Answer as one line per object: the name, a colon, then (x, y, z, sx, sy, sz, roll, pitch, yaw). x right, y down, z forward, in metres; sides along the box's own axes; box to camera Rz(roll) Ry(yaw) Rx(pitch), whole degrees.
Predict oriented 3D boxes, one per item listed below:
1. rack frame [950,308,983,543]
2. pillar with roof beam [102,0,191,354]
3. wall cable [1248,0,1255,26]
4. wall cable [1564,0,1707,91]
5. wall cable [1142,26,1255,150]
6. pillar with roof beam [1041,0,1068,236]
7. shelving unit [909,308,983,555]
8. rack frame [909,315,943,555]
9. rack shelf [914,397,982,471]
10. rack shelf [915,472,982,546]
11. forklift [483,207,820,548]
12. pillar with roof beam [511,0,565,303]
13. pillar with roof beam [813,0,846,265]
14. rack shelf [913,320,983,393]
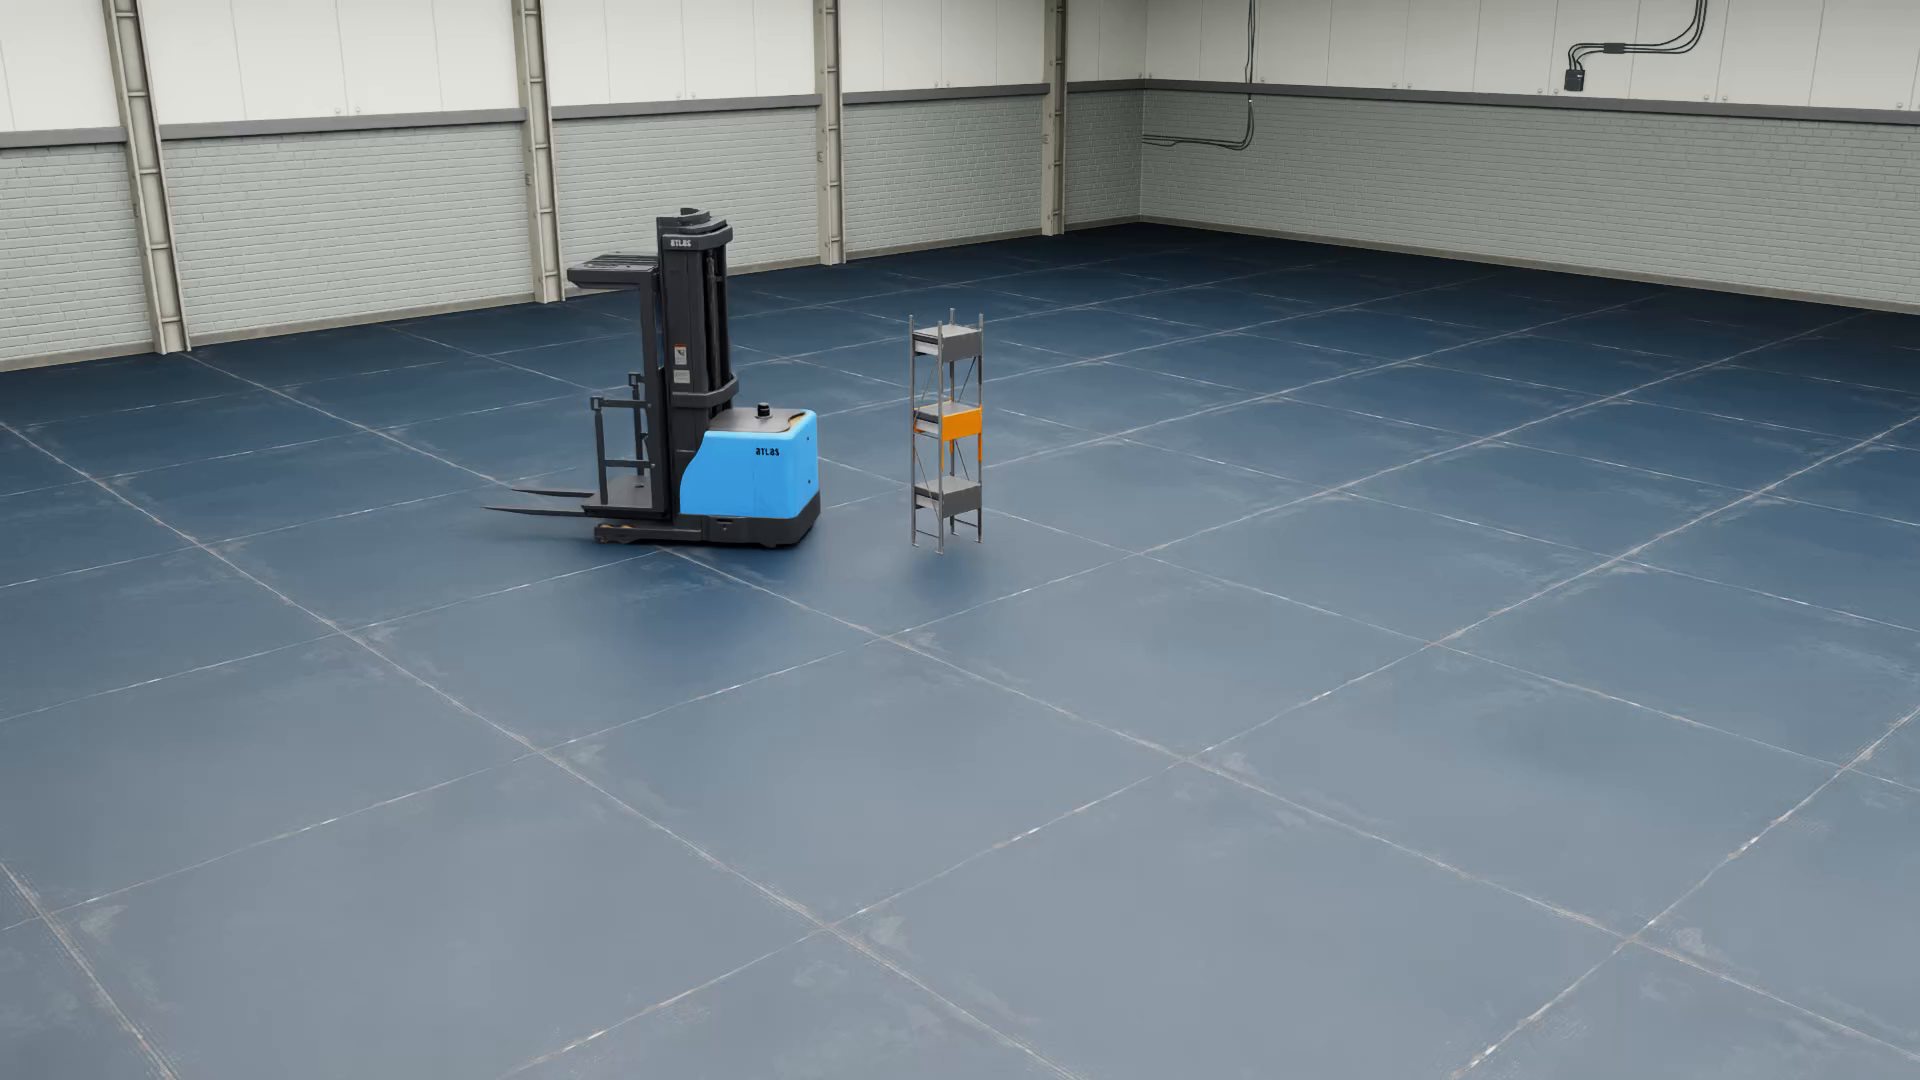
rack frame: (0.057, -1.015, 14.977, 0.015, 2.100, 0.400, -16, 24, -41)
pillar with roof beam: (-8.160, -5.987, 19.126, 0.400, 9.000, 9.100, -16, 24, -41)
wall cable: (6.869, -11.413, 32.707, 0.112, 2.526, 3.097, -16, 24, -41)
wall cable: (11.522, -10.581, 27.781, 0.169, 6.003, 2.305, -16, 24, -41)
wall cable: (5.011, -9.617, 35.356, 0.112, 2.526, 3.097, -16, 24, -41)
pillar with roof beam: (4.919, -9.802, 30.890, 0.400, 9.000, 9.100, -16, 24, -41)
shelving unit: (-0.120, -0.964, 14.818, 0.503, 2.100, 0.431, -16, 24, -41)
rack frame: (-0.298, -0.912, 14.659, 0.015, 2.100, 0.400, -16, 24, -41)
rack shelf: (-0.120, -0.951, 14.822, 0.480, 0.518, 0.431, -16, 24, -41)
rack shelf: (-0.120, -0.285, 15.038, 0.480, 0.518, 0.431, -16, 24, -41)
forklift: (-2.887, -1.515, 15.170, 3.031, 2.935, 1.130, 3, 18, 8)
pillar with roof beam: (-3.800, -7.259, 23.048, 0.400, 9.000, 9.100, -16, 24, -41)
pillar with roof beam: (0.560, -8.530, 26.969, 0.400, 9.000, 9.100, -16, 24, -41)
rack shelf: (-0.120, -1.617, 14.606, 0.480, 0.518, 0.431, -16, 24, -41)
